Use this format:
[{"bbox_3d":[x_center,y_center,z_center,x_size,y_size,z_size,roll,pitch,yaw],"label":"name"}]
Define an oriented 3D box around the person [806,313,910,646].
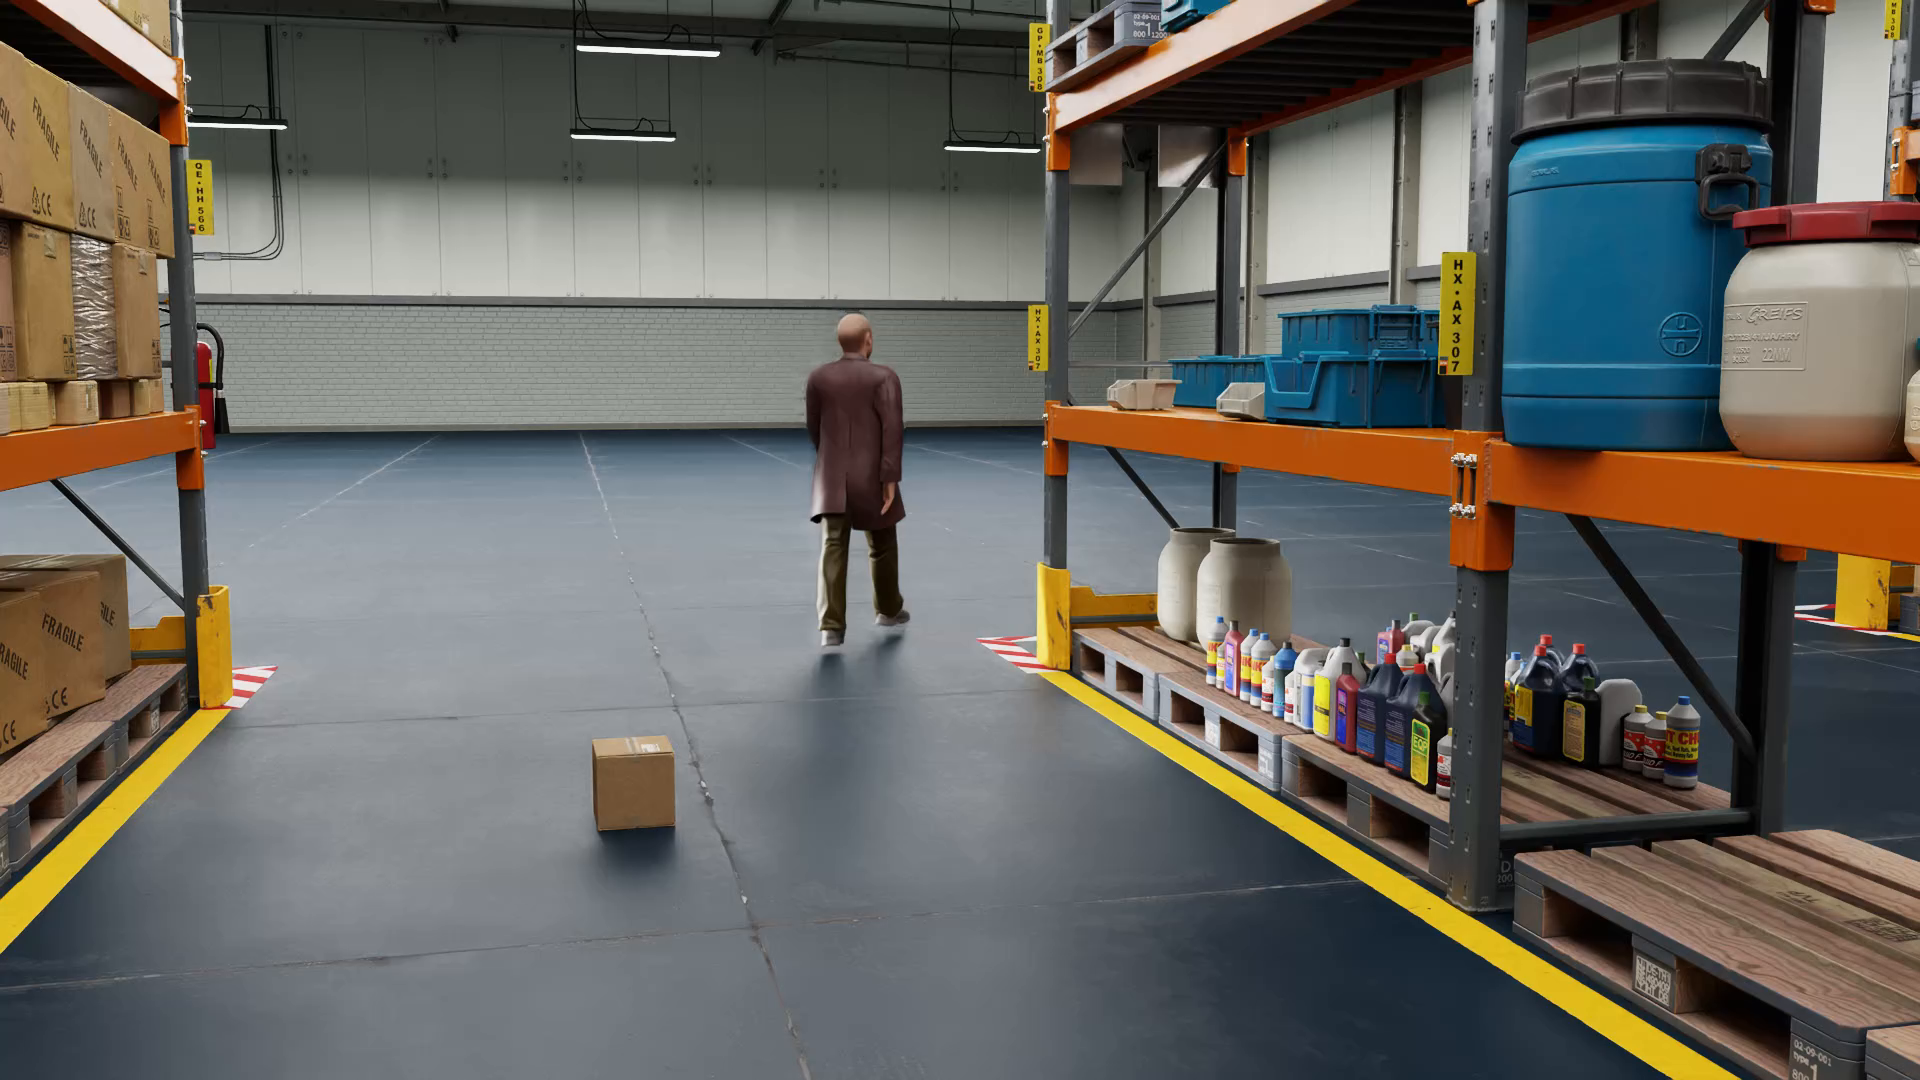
[{"bbox_3d":[-0.528,-0.340,8.938,0.585,1.733,1.060,1,6,11],"label":"person"}]
